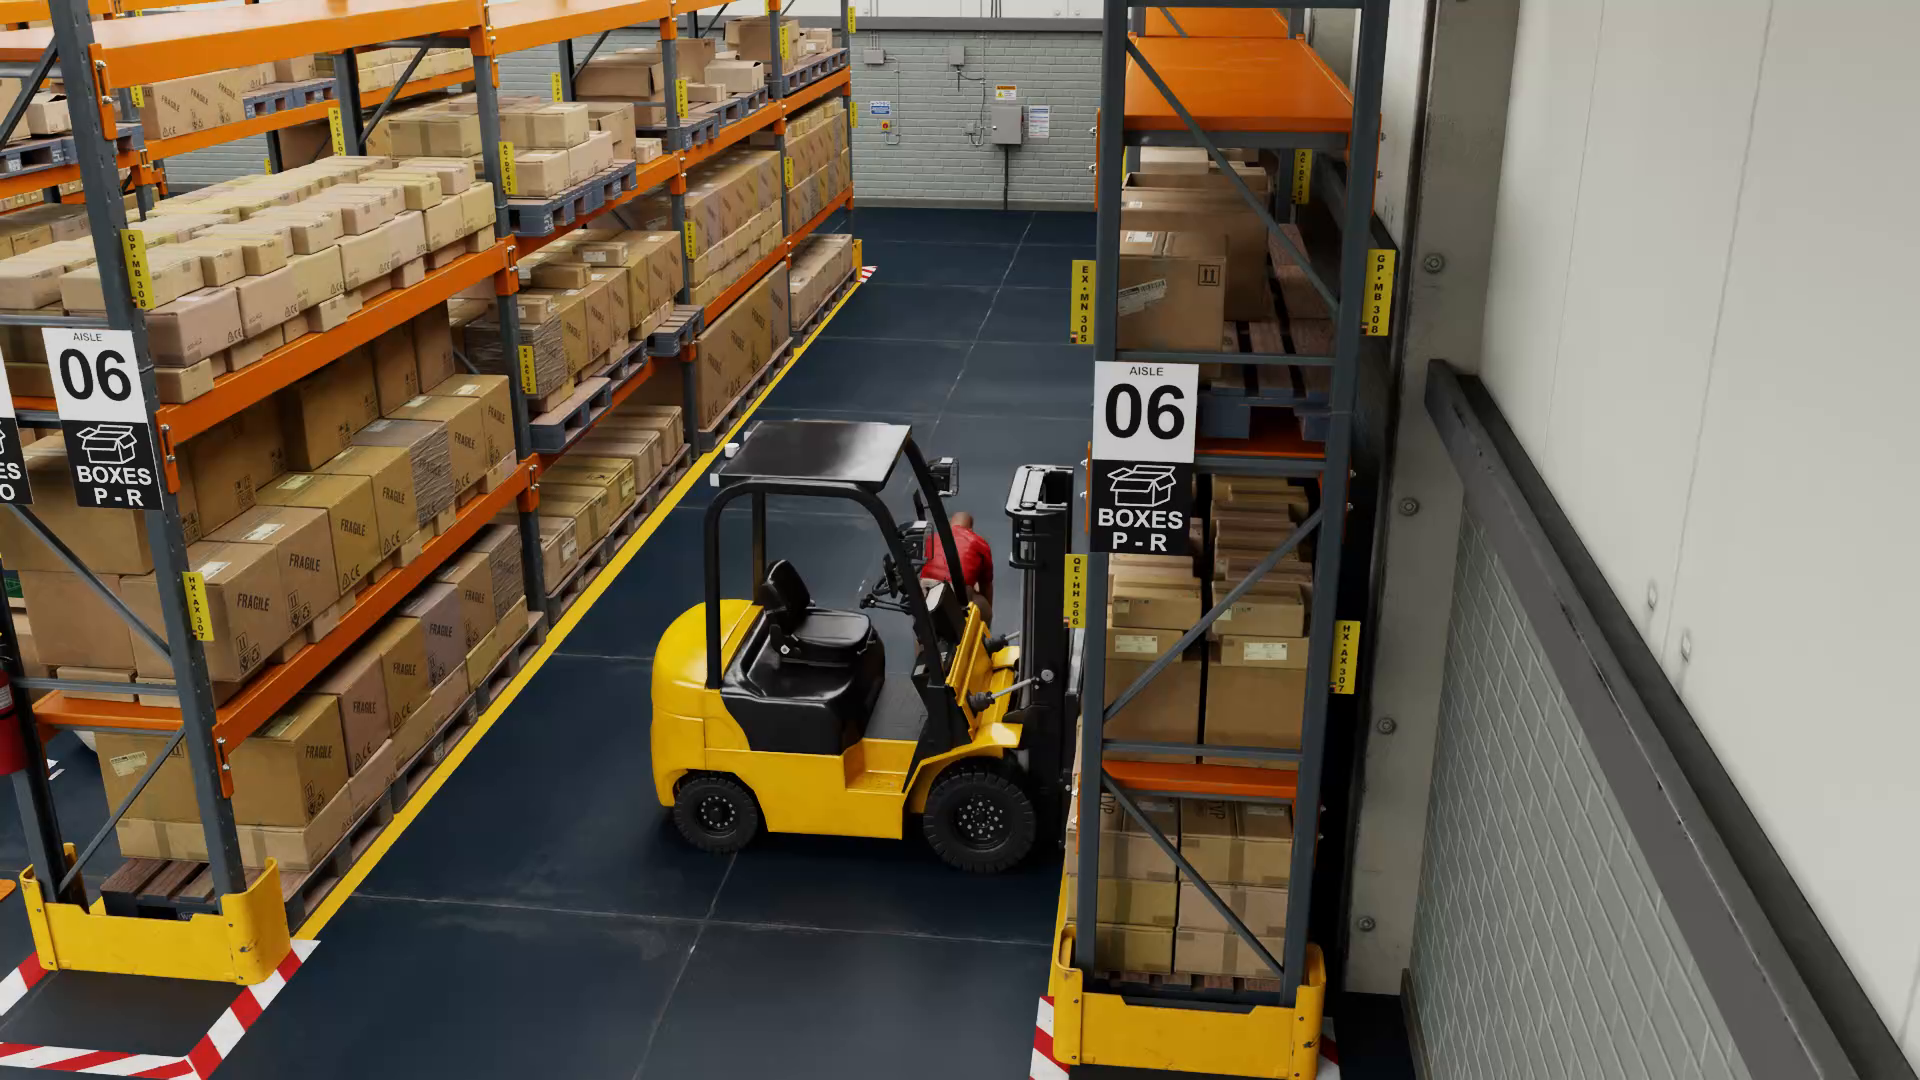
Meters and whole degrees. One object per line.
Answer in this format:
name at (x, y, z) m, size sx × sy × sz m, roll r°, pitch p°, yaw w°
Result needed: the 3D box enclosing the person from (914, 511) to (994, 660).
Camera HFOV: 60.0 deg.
person at (-0.050, 0.397, 11.136) m, size 0.539 × 0.974 × 0.913 m, roll 6°, pitch 22°, yaw 14°
